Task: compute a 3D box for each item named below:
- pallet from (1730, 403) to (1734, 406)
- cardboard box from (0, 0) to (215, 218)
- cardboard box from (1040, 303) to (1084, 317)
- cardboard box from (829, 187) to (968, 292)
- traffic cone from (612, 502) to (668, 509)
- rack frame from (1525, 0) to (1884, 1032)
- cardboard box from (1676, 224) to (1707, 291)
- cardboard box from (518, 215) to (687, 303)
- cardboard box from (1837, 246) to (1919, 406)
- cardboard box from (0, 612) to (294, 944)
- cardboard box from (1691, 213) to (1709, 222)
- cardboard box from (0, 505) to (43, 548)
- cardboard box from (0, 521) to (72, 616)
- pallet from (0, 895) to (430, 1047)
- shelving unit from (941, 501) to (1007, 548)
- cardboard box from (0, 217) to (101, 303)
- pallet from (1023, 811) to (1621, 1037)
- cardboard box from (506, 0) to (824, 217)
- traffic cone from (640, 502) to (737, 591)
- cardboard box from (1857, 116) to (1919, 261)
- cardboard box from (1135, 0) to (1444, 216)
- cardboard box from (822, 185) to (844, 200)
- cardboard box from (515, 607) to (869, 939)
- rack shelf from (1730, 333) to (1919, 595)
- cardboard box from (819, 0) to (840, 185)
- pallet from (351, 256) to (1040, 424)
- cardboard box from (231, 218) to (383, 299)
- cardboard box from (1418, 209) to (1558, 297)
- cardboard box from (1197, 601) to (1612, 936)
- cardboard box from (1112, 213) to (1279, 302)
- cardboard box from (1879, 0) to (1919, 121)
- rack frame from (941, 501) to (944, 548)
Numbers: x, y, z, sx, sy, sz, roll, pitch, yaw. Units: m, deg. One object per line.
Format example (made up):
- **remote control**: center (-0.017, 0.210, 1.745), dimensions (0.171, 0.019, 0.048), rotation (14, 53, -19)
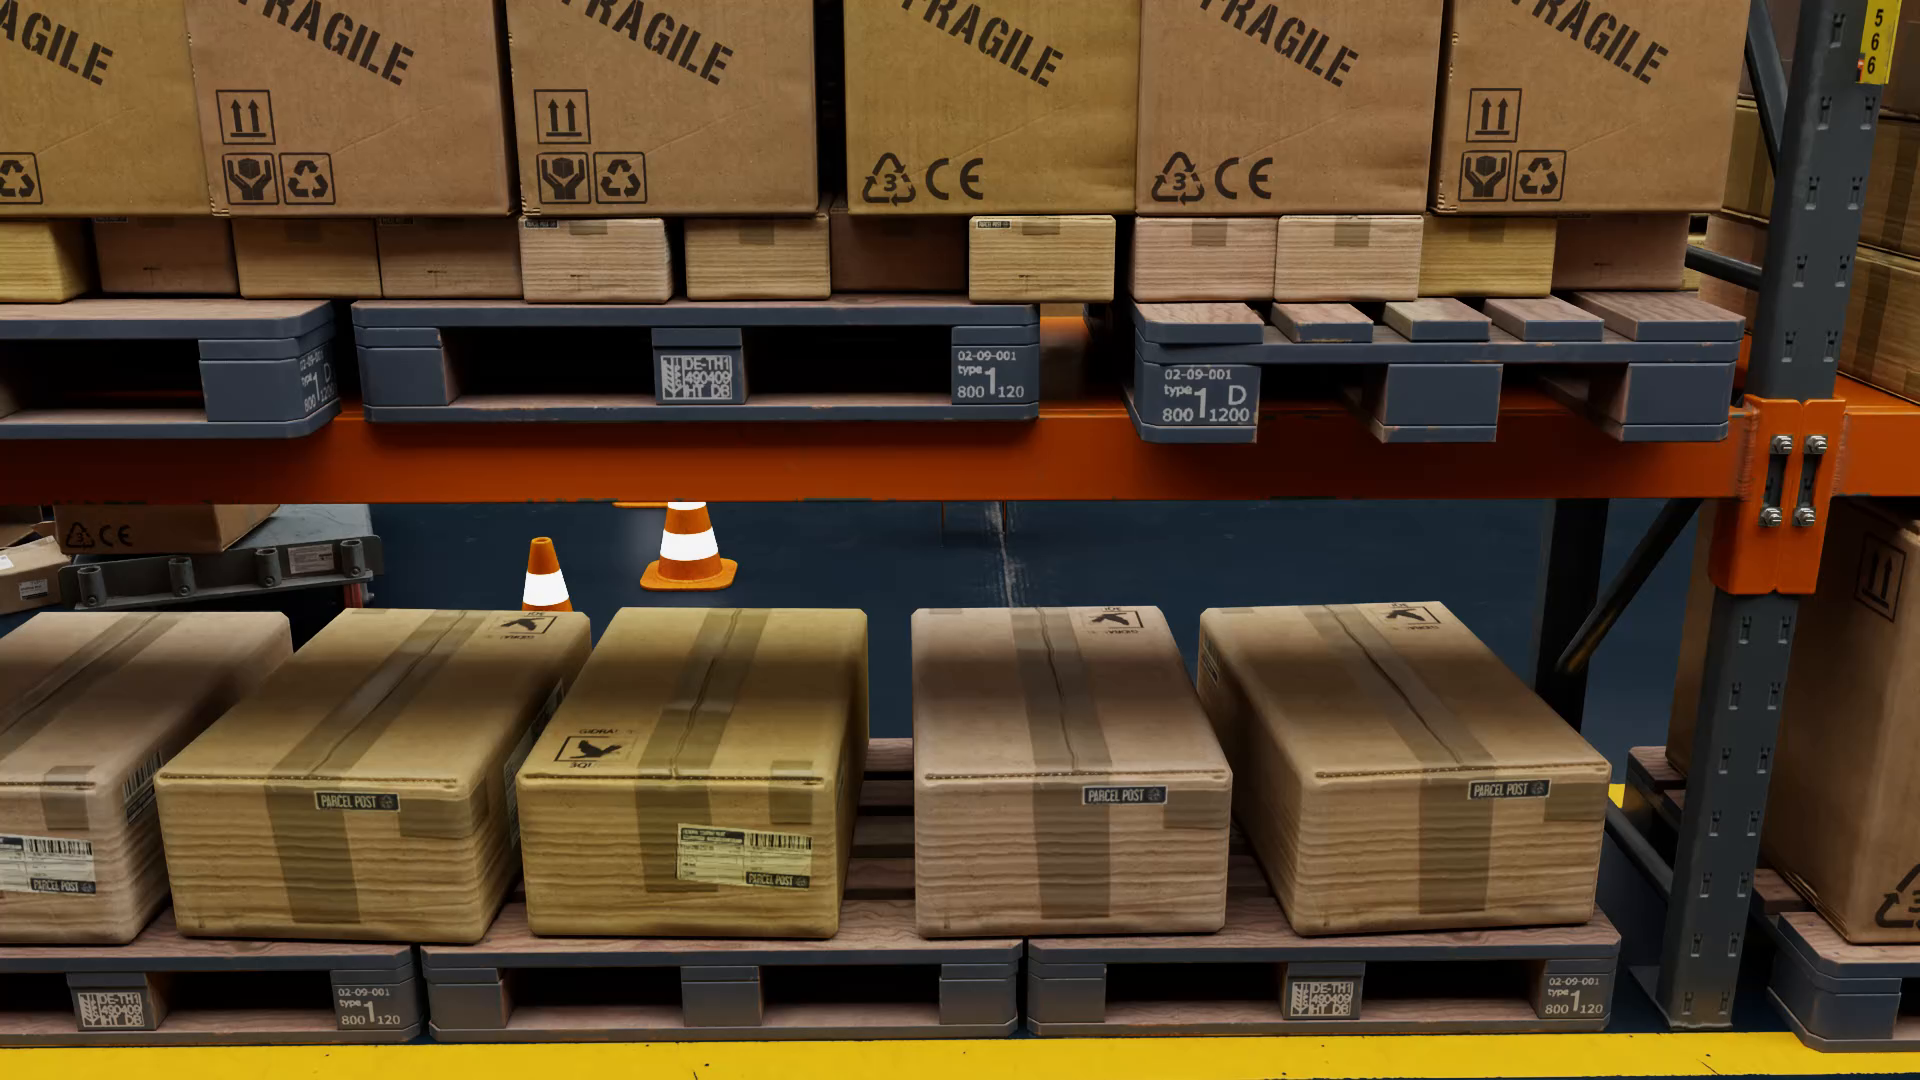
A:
- **pallet**: center (3.329, -0.765, 8.587), dimensions (1.213, 0.211, 1.003), rotation (0, 18, -1)
- **cardboard box**: center (-1.515, -0.861, 2.981), dimensions (0.500, 0.500, 0.500), rotation (0, 18, -1)
- **cardboard box**: center (0.721, -1.238, 8.492), dimensions (0.750, 0.750, 1.050), rotation (-1, 18, -2)
- **cardboard box**: center (-0.112, -0.575, 3.153), dimensions (0.250, 0.149, 0.380), rotation (0, 18, 0)
- **traffic cone**: center (-1.303, -0.403, 7.045), dimensions (0.334, 0.463, 0.336), rotation (0, 18, -1)
- **rack frame**: center (1.510, -0.573, 3.424), dimensions (0.127, 3.000, 1.000), rotation (0, 18, -1)
- **cardboard box**: center (3.548, -1.385, 8.130), dimensions (0.500, 0.250, 0.500), rotation (-1, 18, -3)
- **cardboard box**: center (-0.628, -0.538, 3.039), dimensions (0.250, 0.149, 0.380), rotation (0, 18, 1)
- **cardboard box**: center (2.004, -0.427, 3.215), dimensions (0.500, 0.250, 0.500), rotation (-1, 18, -2)
- **cardboard box**: center (-1.965, 0.494, 3.712), dimensions (0.625, 0.372, 0.950), rotation (0, 18, 0)
- **cardboard box**: center (4.055, -1.545, 8.629), dimensions (0.500, 0.250, 0.500), rotation (0, 18, 1)
- **cardboard box**: center (-3.837, -0.199, 6.123), dimensions (0.503, 0.637, 0.797), rotation (0, 18, -1)
- **cardboard box**: center (-3.337, 0.096, 5.813), dimensions (0.396, 0.266, 0.258), rotation (-15, 23, -39)
- **pallet**: center (-1.711, 0.770, 3.803), dimensions (1.213, 0.211, 1.003), rotation (0, 18, -1)
- **shelving unit**: center (0.053, -0.500, 6.388), dimensions (0.252, 1.050, 0.215), rotation (0, 18, -1)
- **cardboard box**: center (-1.682, -0.539, 3.041), dimensions (0.250, 0.149, 0.380), rotation (0, 18, 0)
- **pallet**: center (0.729, 0.758, 3.840), dimensions (1.213, 0.211, 1.003), rotation (0, 18, -1)
- **cardboard box**: center (-0.507, -0.865, 2.994), dimensions (0.500, 0.500, 0.500), rotation (-1, 18, -3)
- **traffic cone**: center (-0.997, -0.086, 6.060), dimensions (0.334, 0.463, 0.336), rotation (0, 18, -1)
- **cardboard box**: center (2.021, -0.667, 3.143), dimensions (0.500, 0.250, 0.500), rotation (0, 18, -1)
- **cardboard box**: center (0.544, -0.870, 3.010), dimensions (0.500, 0.500, 0.500), rotation (-1, 18, -2)
- **cardboard box**: center (-0.172, -0.697, 3.534), dimensions (0.250, 0.149, 0.380), rotation (0, 18, 1)
- **cardboard box**: center (-0.551, 0.486, 3.738), dimensions (0.625, 0.372, 0.950), rotation (0, 18, 1)
- **rack shelf**: center (3.510, -0.240, 3.564), dimensions (4.000, 0.370, 1.077), rotation (0, 18, -1)
- **cardboard box**: center (-0.495, -1.022, 3.484), dimensions (0.500, 0.500, 0.500), rotation (-1, 18, -3)
- **pallet**: center (-0.468, -0.460, 3.385), dimensions (1.213, 0.211, 1.003), rotation (0, 18, -1)
- **cardboard box**: center (-1.142, -0.552, 3.082), dimensions (0.250, 0.149, 0.380), rotation (0, 18, 0)
- **cardboard box**: center (0.919, -0.557, 3.097), dimensions (0.250, 0.149, 0.380), rotation (0, 18, 0)
- **cardboard box**: center (0.945, 0.478, 3.763), dimensions (0.625, 0.372, 0.950), rotation (-1, 18, -5)
- **cardboard box**: center (0.416, -0.543, 3.054), dimensions (0.250, 0.149, 0.380), rotation (-1, 18, -3)
- **cardboard box**: center (2.007, -1.025, 3.031), dimensions (0.500, 0.500, 0.500), rotation (-1, 18, -3)
- **rack frame**: center (-0.068, -0.500, 6.386), dimensions (0.008, 1.050, 0.200), rotation (0, 18, -1)
